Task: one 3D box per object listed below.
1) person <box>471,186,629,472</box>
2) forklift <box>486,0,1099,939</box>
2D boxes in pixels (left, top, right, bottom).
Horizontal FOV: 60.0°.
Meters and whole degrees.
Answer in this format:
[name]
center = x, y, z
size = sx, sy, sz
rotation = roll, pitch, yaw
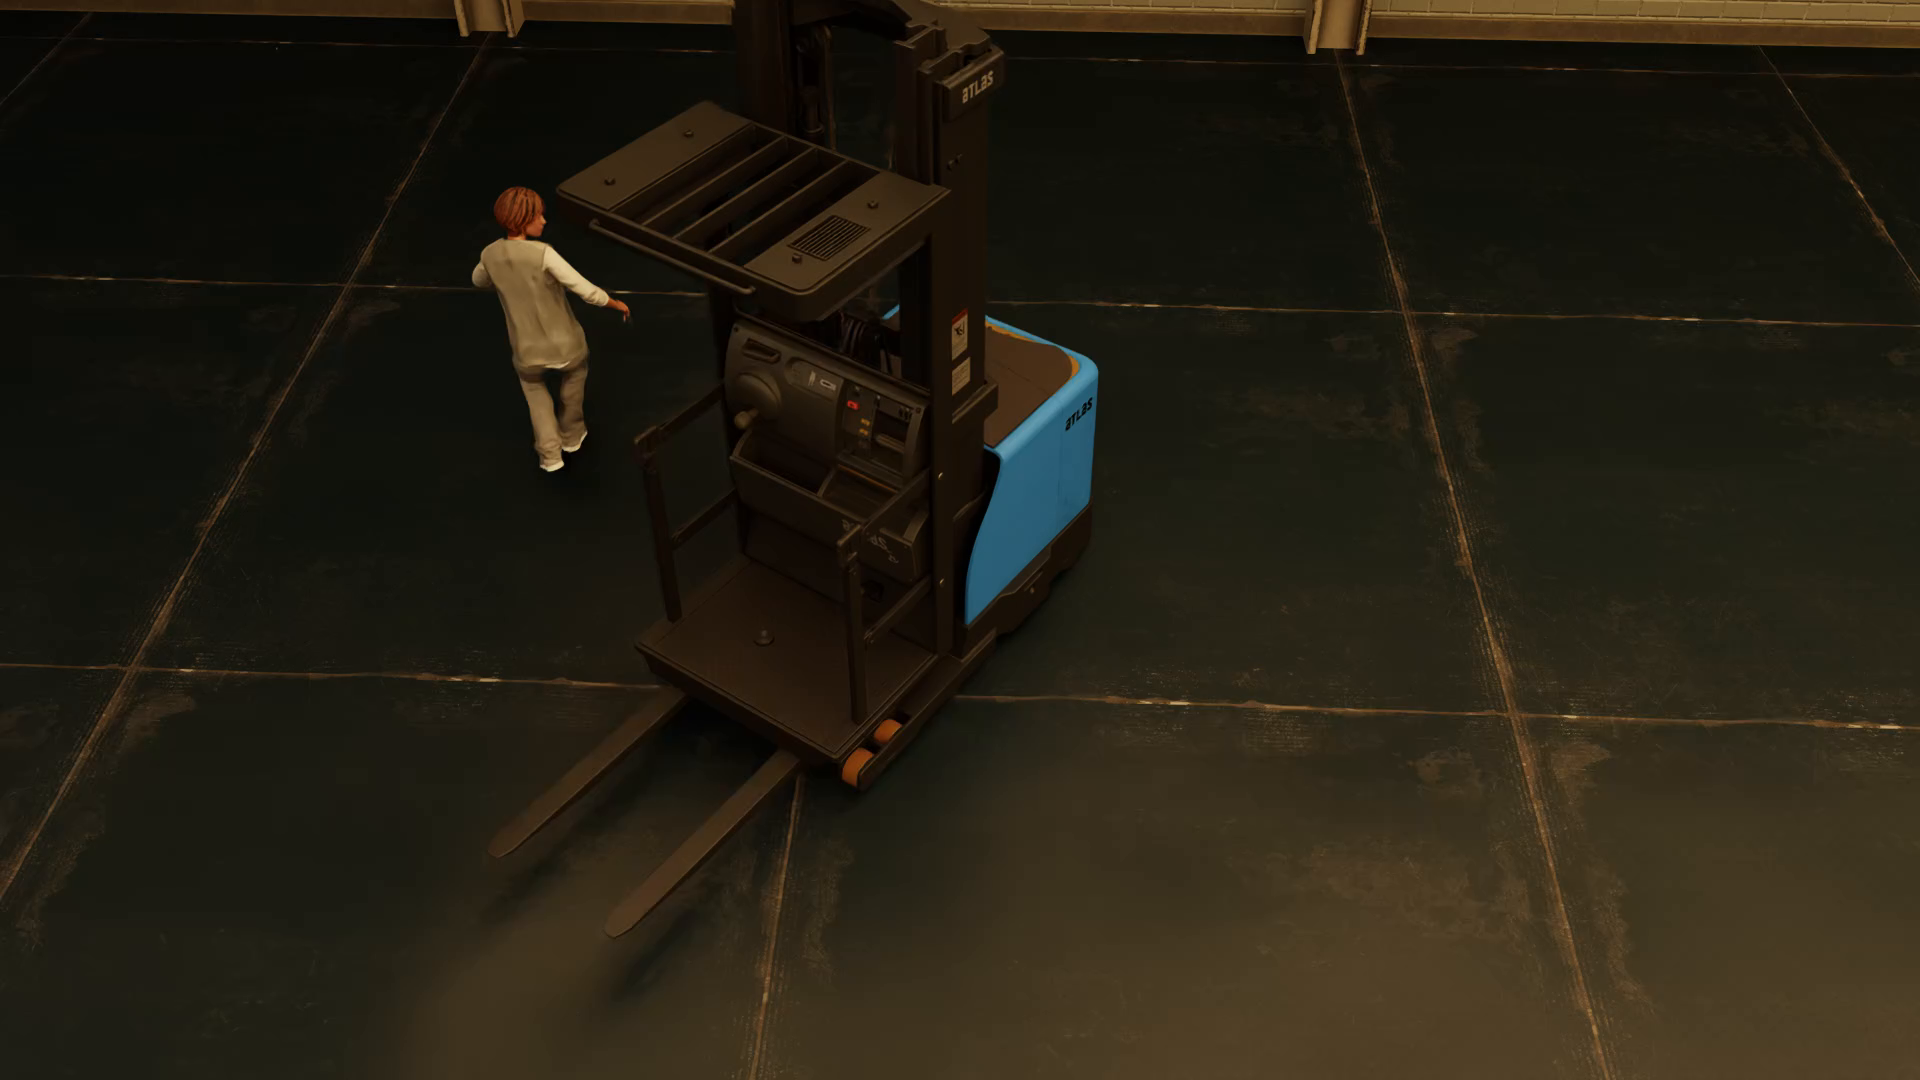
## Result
[person]
center = -1.936, -1.028, 7.944
size = 0.711, 1.490, 0.706
rotation = 0, 42, 0
[forklift]
center = -0.647, -0.440, 6.224
size = 1.130, 2.935, 3.031
rotation = 26, 48, 25
